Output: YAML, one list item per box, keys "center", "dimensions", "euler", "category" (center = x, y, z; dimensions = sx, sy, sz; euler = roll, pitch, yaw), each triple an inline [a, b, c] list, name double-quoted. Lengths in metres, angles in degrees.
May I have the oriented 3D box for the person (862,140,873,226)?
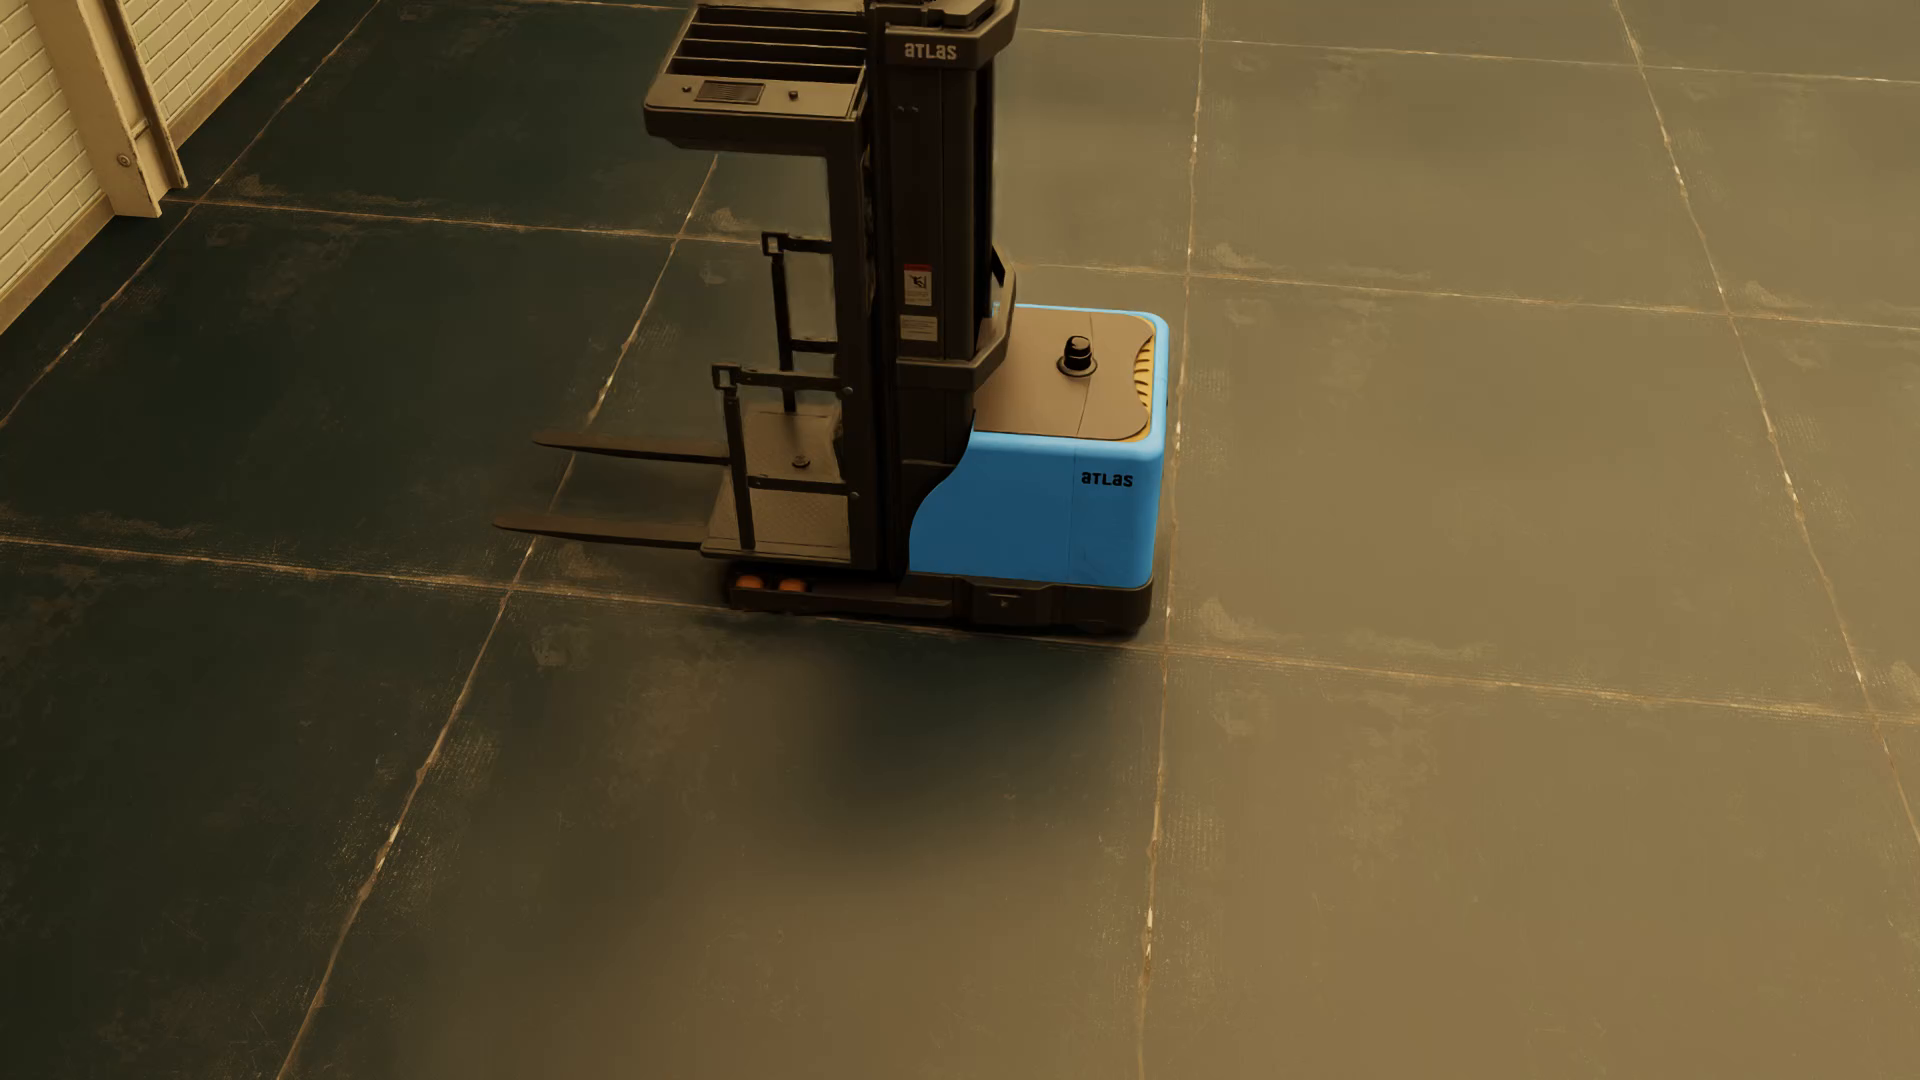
- center: [-0.430, -2.114, 8.961]
  dimensions: [0.493, 1.679, 0.947]
  euler: [-18, 46, -19]
  category: "person"

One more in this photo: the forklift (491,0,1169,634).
- center: [-0.613, -1.094, 6.915]
  dimensions: [3.031, 2.935, 1.130]
  euler: [4, 43, 5]
  category: "forklift"
